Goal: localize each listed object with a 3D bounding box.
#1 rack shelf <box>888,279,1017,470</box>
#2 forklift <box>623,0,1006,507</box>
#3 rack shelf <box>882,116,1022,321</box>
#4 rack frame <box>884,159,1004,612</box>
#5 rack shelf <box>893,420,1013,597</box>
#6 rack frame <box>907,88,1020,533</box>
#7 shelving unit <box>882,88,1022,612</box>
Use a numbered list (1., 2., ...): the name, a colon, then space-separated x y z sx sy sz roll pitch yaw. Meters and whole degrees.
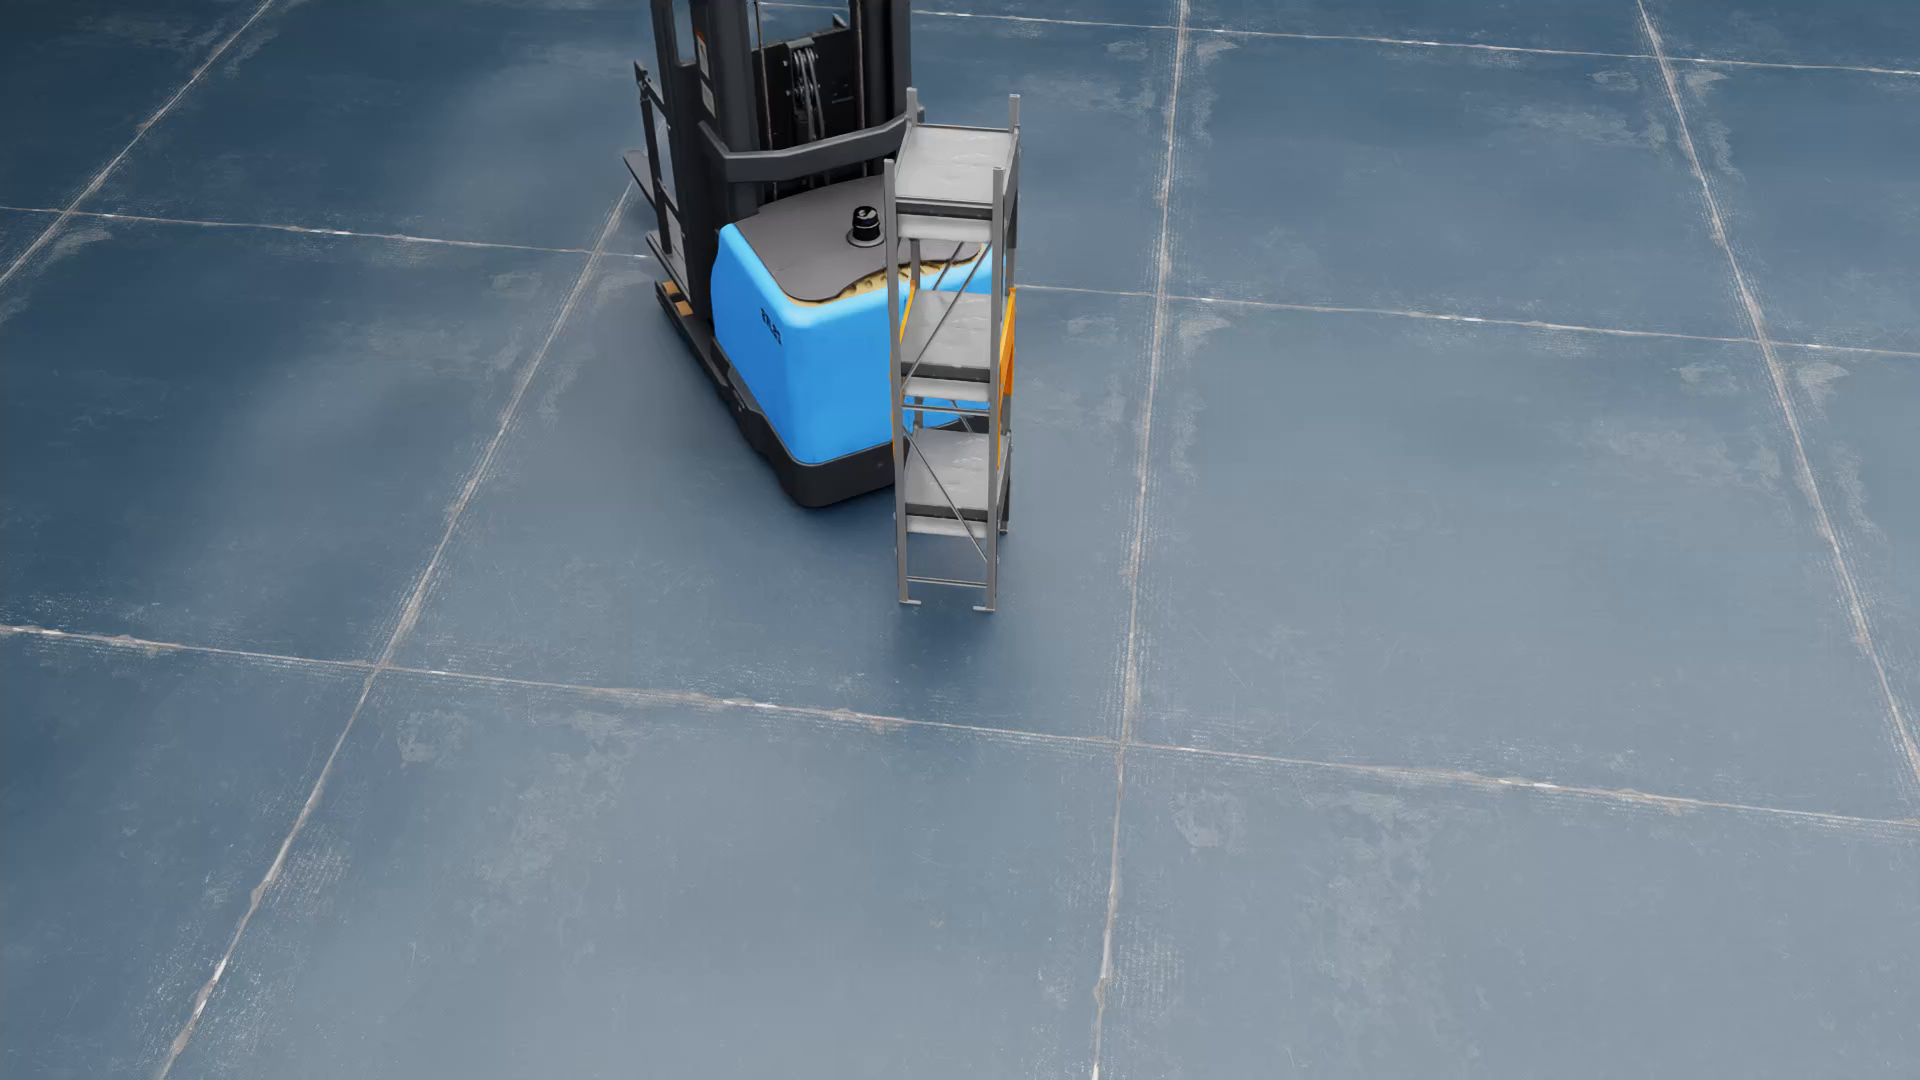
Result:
1. rack shelf: -0.022 -0.640 6.418 0.431 0.518 0.480 5 44 6
2. forklift: -0.890 -2.223 7.466 1.130 2.935 3.031 -19 47 -19
3. rack shelf: -0.022 -1.148 5.937 0.431 0.518 0.480 5 44 6
4. rack frame: -0.054 -0.483 6.233 0.400 2.100 0.015 5 44 6
5. rack shelf: -0.022 -0.131 6.900 0.431 0.518 0.480 5 44 6
6. rack frame: 0.010 -0.816 6.585 0.400 2.100 0.015 5 44 6
7. shelving unit: -0.022 -0.650 6.409 0.431 2.100 0.503 5 44 6
